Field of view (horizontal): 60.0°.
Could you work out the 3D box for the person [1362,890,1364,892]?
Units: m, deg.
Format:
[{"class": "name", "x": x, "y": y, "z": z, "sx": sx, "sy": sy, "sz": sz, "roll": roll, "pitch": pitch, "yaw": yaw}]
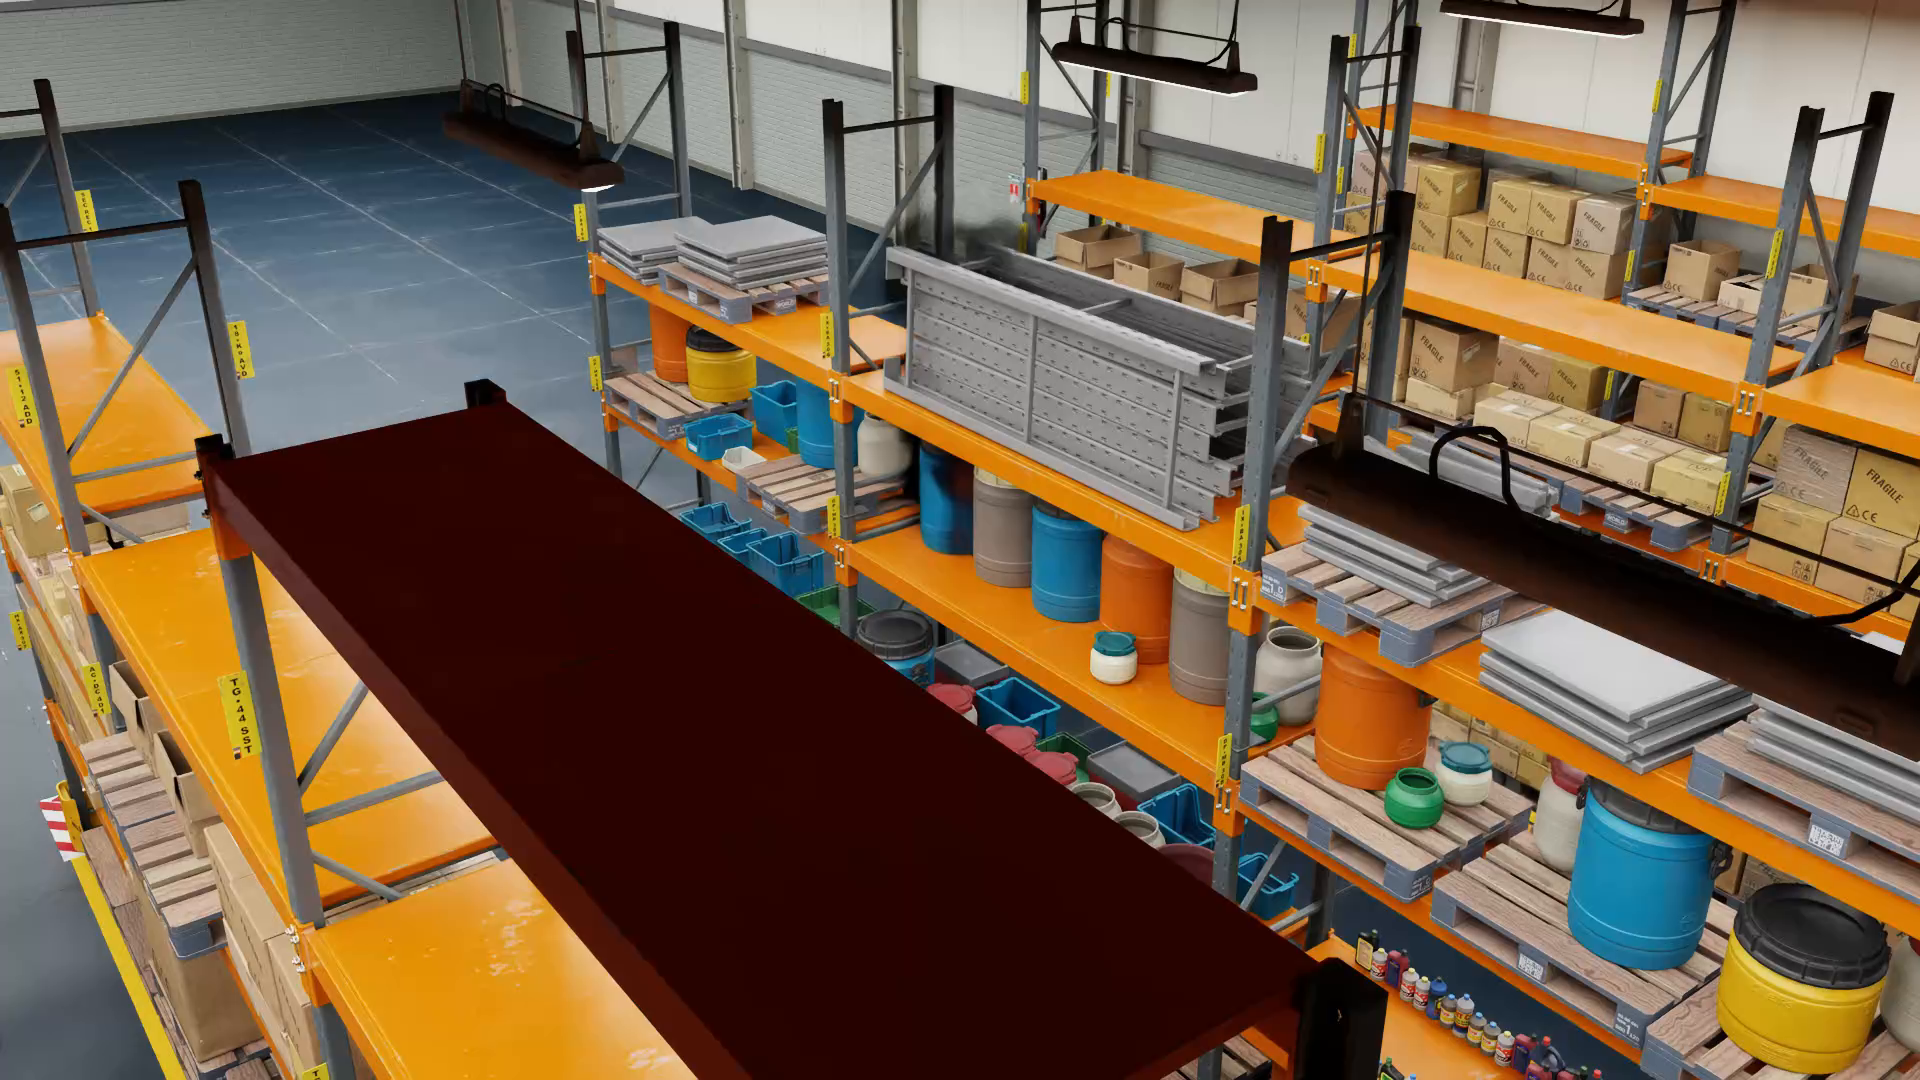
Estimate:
[{"class": "person", "x": 3.353, "y": 1.977, "z": 12.729, "sx": 0.703, "sy": 1.729, "sz": 0.599, "roll": 22, "pitch": 33, "yaw": 39}]
